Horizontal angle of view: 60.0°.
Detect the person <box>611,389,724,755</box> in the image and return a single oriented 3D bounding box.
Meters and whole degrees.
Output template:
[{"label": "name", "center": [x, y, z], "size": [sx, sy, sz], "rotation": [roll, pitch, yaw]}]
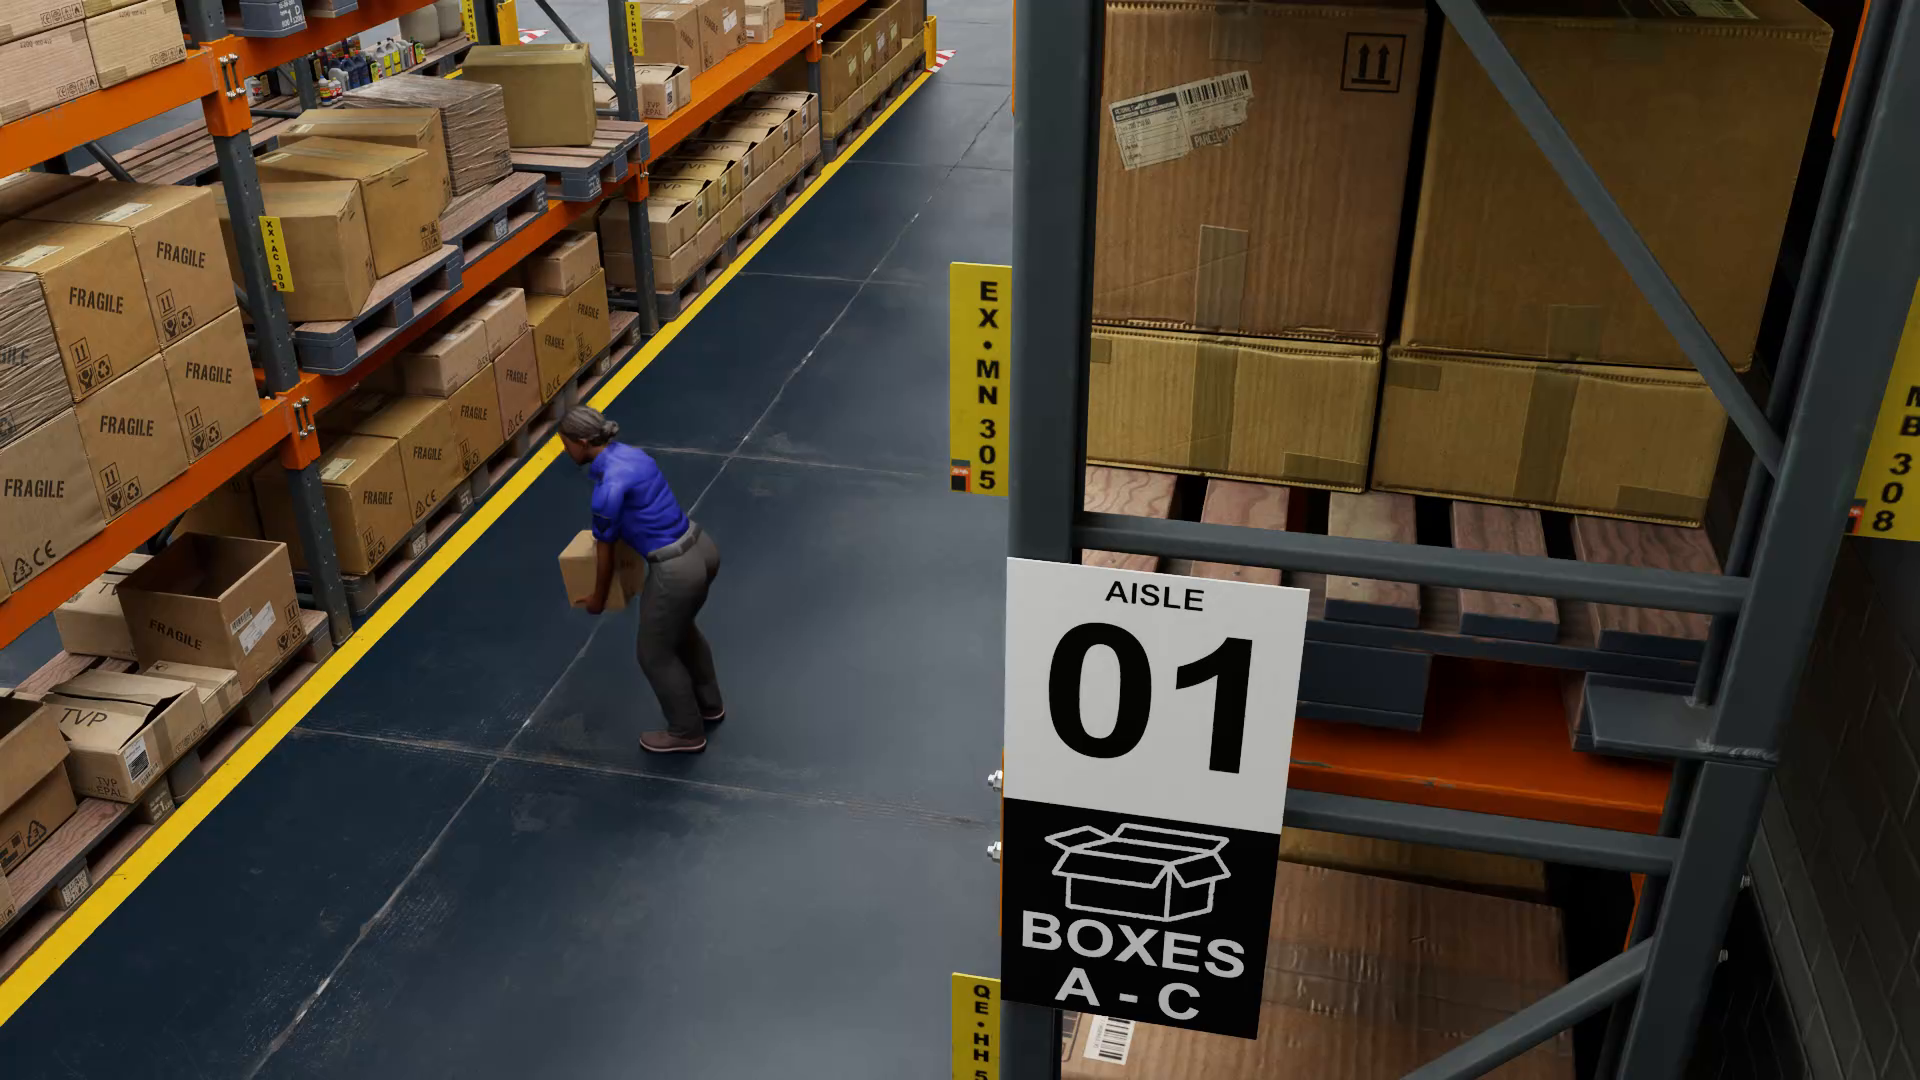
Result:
[{"label": "person", "center": [-1.202, 0.123, 6.909], "size": [0.351, 1.653, 0.528], "rotation": [4, 29, 7]}]
